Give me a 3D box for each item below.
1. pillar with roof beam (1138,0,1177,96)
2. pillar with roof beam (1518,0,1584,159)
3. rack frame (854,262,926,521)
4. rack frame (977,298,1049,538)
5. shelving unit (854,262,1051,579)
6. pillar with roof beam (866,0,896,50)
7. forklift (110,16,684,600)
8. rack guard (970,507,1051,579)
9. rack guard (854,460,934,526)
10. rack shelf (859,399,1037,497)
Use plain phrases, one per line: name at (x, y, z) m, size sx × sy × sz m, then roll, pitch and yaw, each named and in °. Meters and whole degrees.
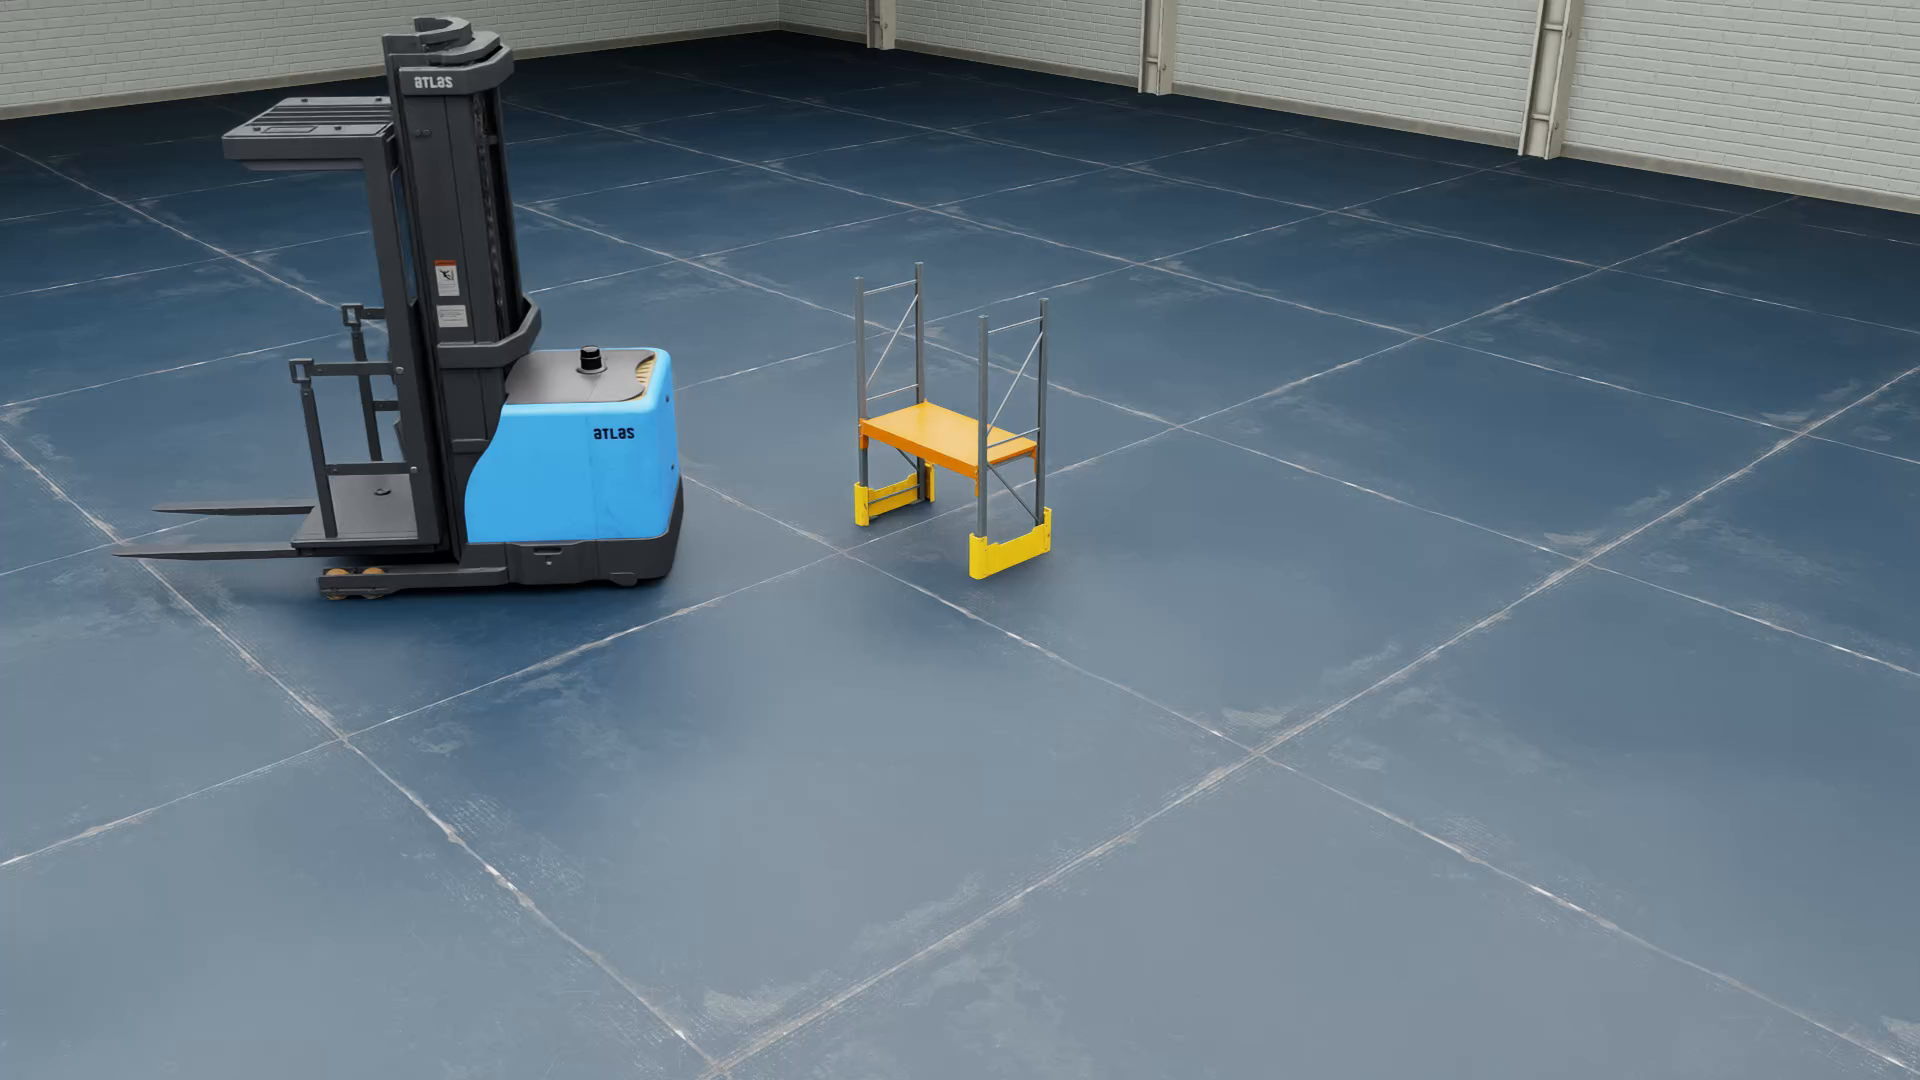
pillar with roof beam at (-0.351, -9.269, 19.227) m, size 9.100 × 9.000 × 0.400 m, roll -21°, pitch 32°, yaw -38°
pillar with roof beam at (3.750, -7.452, 15.242) m, size 9.100 × 9.000 × 0.400 m, roll -21°, pitch 32°, yaw -38°
rack frame at (-0.406, -0.862, 9.833) m, size 0.500 × 1.500 × 0.032 m, roll -21°, pitch 32°, yaw -38°
rack frame at (0.289, -0.554, 9.158) m, size 0.500 × 1.500 × 0.032 m, roll -21°, pitch 32°, yaw -38°
shelving unit at (-0.052, -0.705, 9.489) m, size 0.587 × 1.500 × 1.083 m, roll -21°, pitch 32°, yaw -38°
pillar with roof beam at (-4.452, -11.087, 23.211) m, size 9.100 × 9.000 × 0.400 m, roll -21°, pitch 32°, yaw -38°
forklift at (-3.138, -1.235, 8.925) m, size 3.031 × 2.935 × 1.130 m, roll -2°, pitch 25°, yaw -4°
rack guard at (0.288, 0.014, 9.418) m, size 0.587 × 0.250 × 0.087 m, roll -21°, pitch 32°, yaw -38°
rack guard at (-0.392, -0.288, 10.079) m, size 0.587 × 0.250 × 0.087 m, roll -21°, pitch 32°, yaw -38°
rack shelf at (-0.058, -0.545, 9.570) m, size 0.538 × 0.185 × 1.000 m, roll -21°, pitch 32°, yaw -38°
